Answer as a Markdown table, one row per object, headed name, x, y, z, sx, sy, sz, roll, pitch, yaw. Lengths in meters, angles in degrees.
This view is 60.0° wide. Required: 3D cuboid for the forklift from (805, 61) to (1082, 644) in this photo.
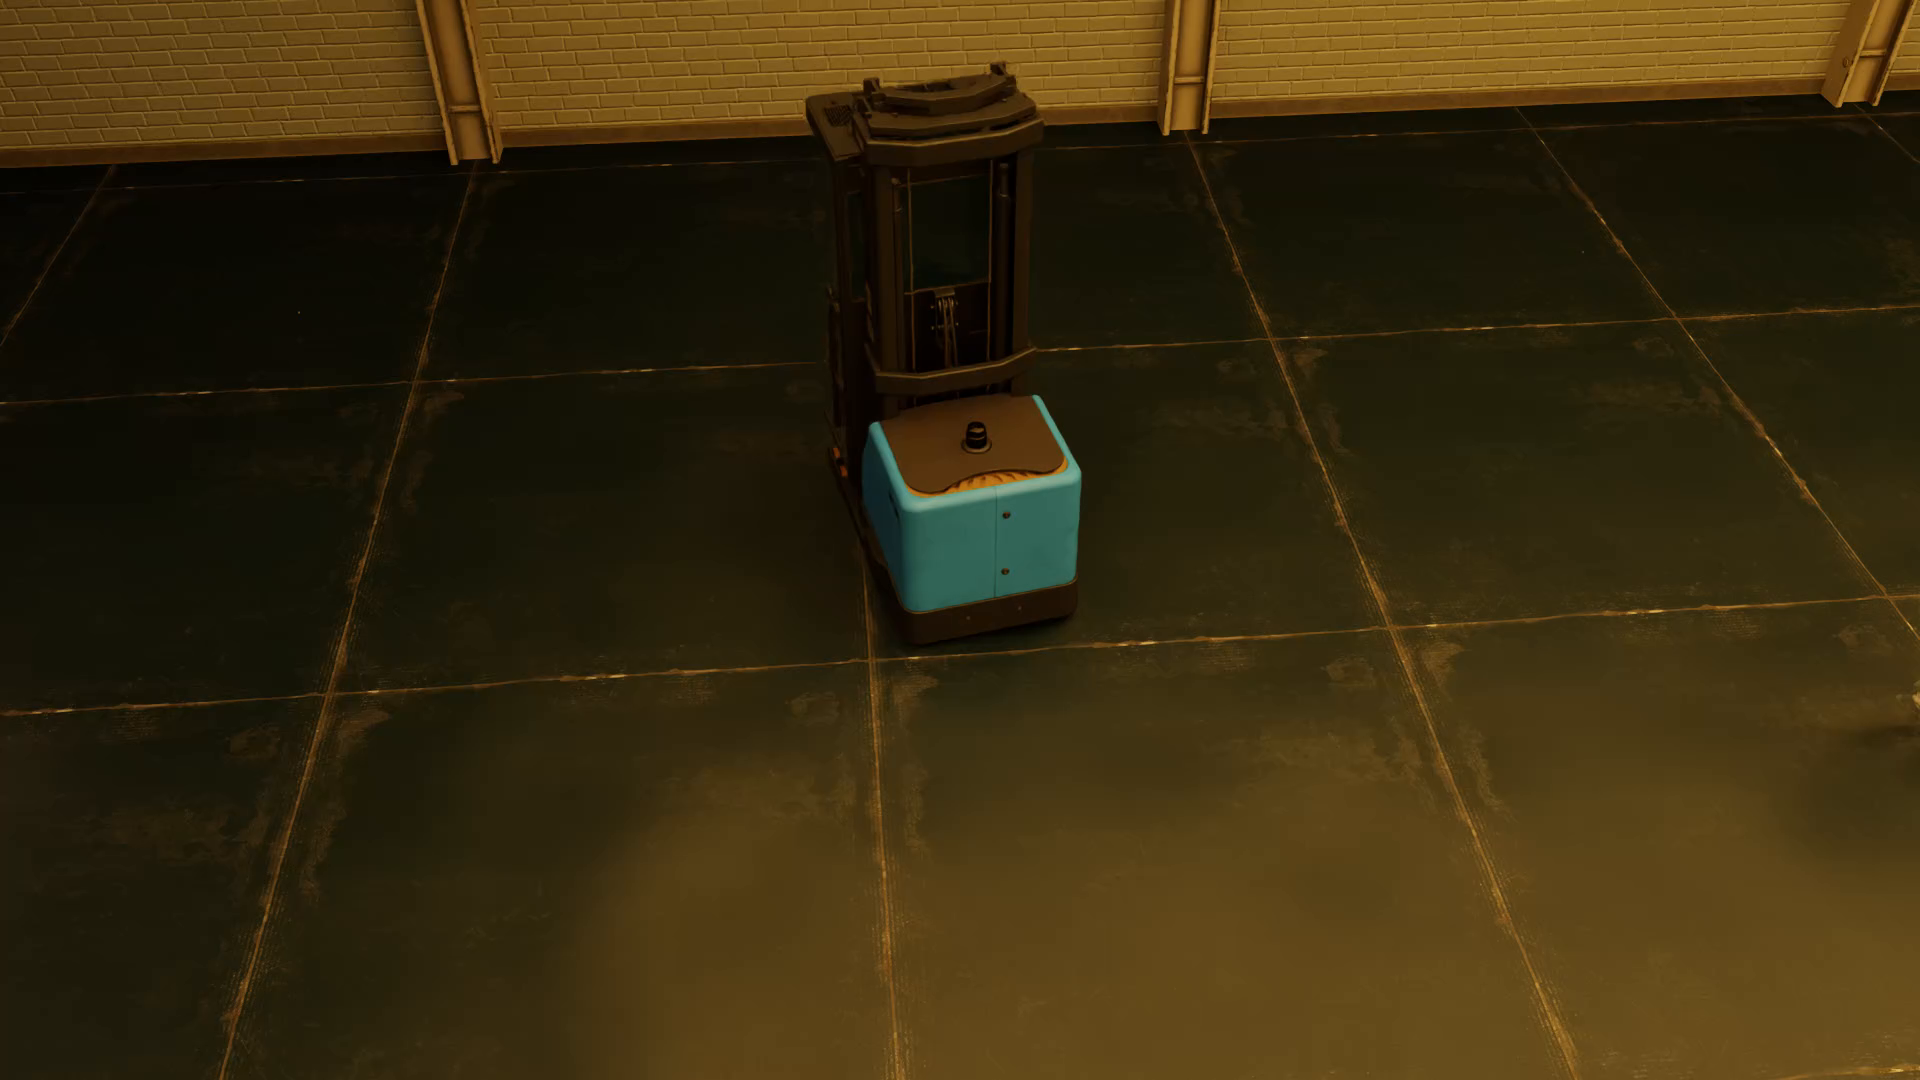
| name | x | y | z | sx | sy | sz | roll | pitch | yaw |
| --- | --- | --- | --- | --- | --- | --- | --- | --- | --- |
| forklift | -0.222 | -1.492 | 9.682 | 1.130 | 2.935 | 3.031 | -11 | 42 | -12 |
